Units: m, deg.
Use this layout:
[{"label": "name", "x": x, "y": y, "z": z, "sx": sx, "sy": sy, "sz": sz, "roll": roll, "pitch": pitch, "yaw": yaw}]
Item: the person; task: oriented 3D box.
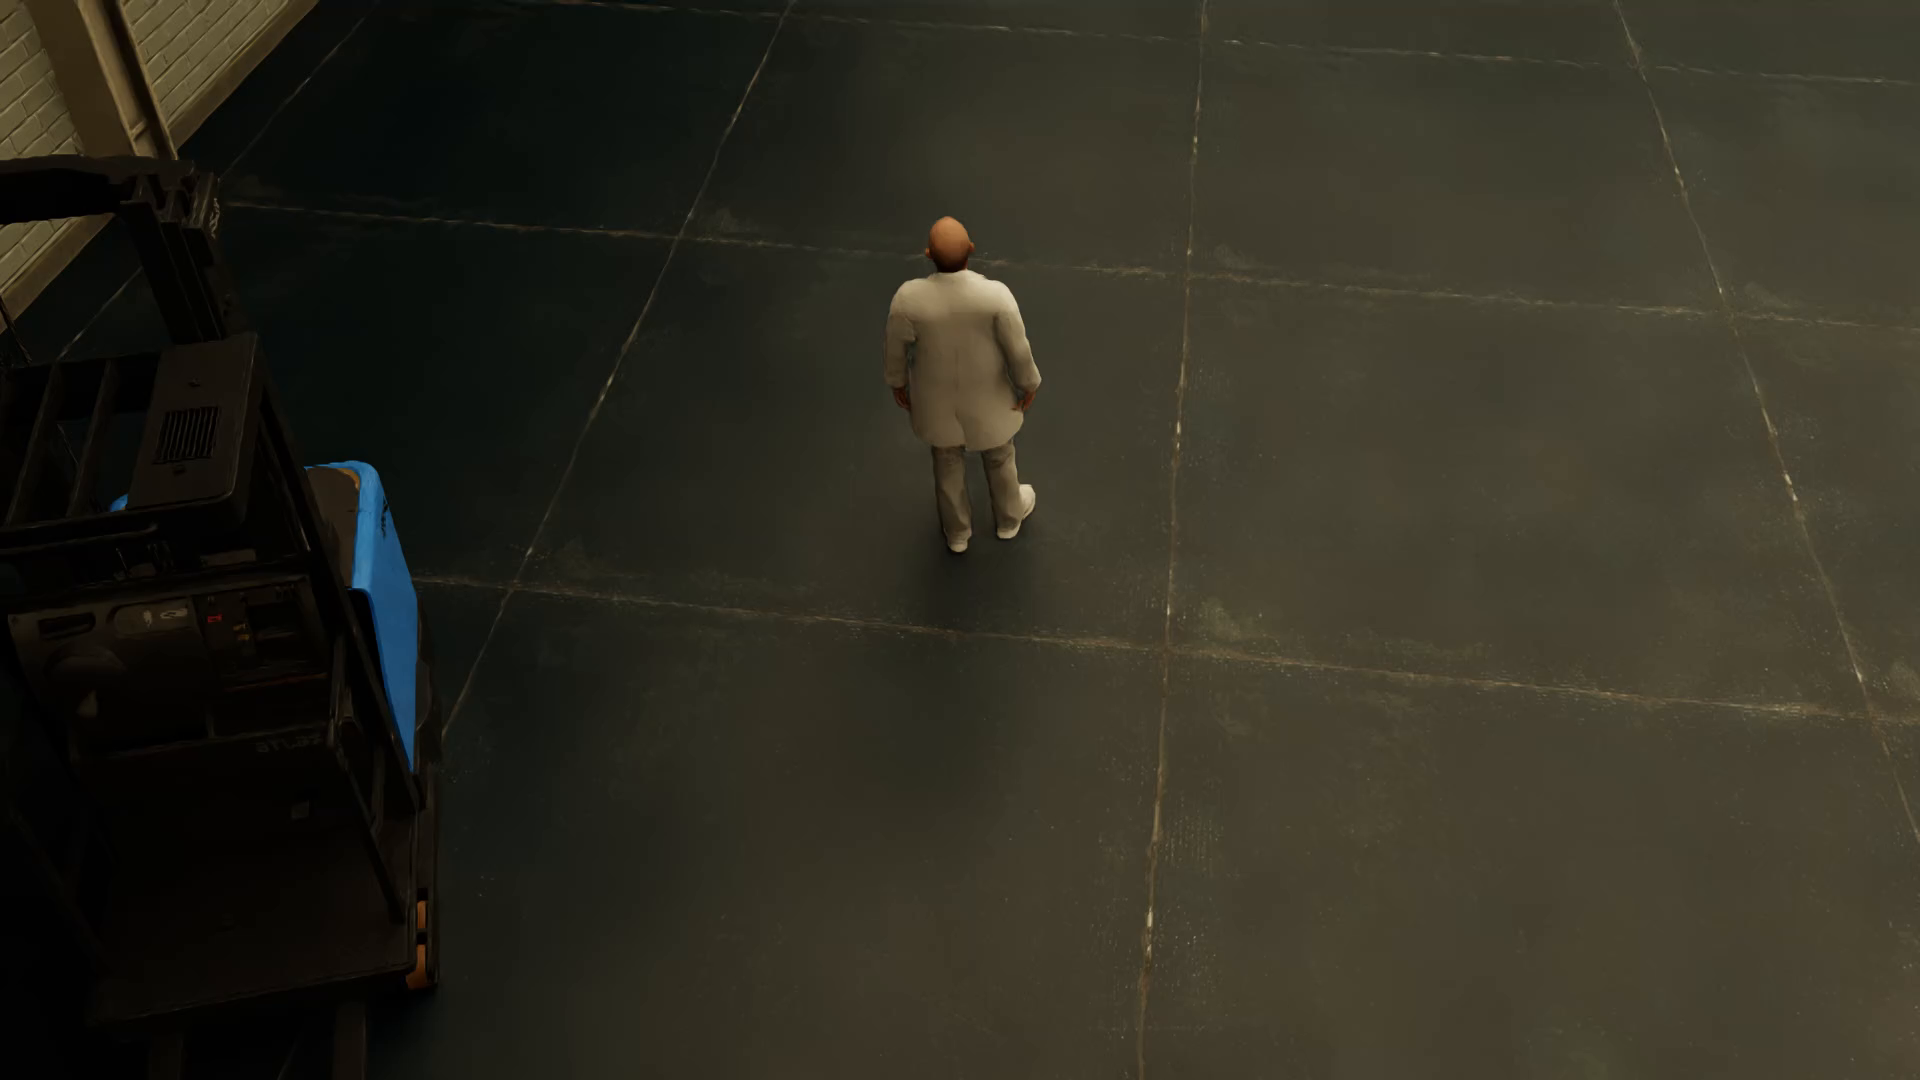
[{"label": "person", "x": 0.017, "y": -0.720, "z": 7.351, "sx": 0.694, "sy": 1.776, "sz": 0.579, "roll": 5, "pitch": 43, "yaw": 6}]

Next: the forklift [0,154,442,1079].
[{"label": "forklift", "x": -2.523, "y": 0.424, "z": 5.262, "sx": 1.130, "sy": 2.935, "sz": 3.031, "roll": -8, "pitch": 43, "yaw": -9}]
